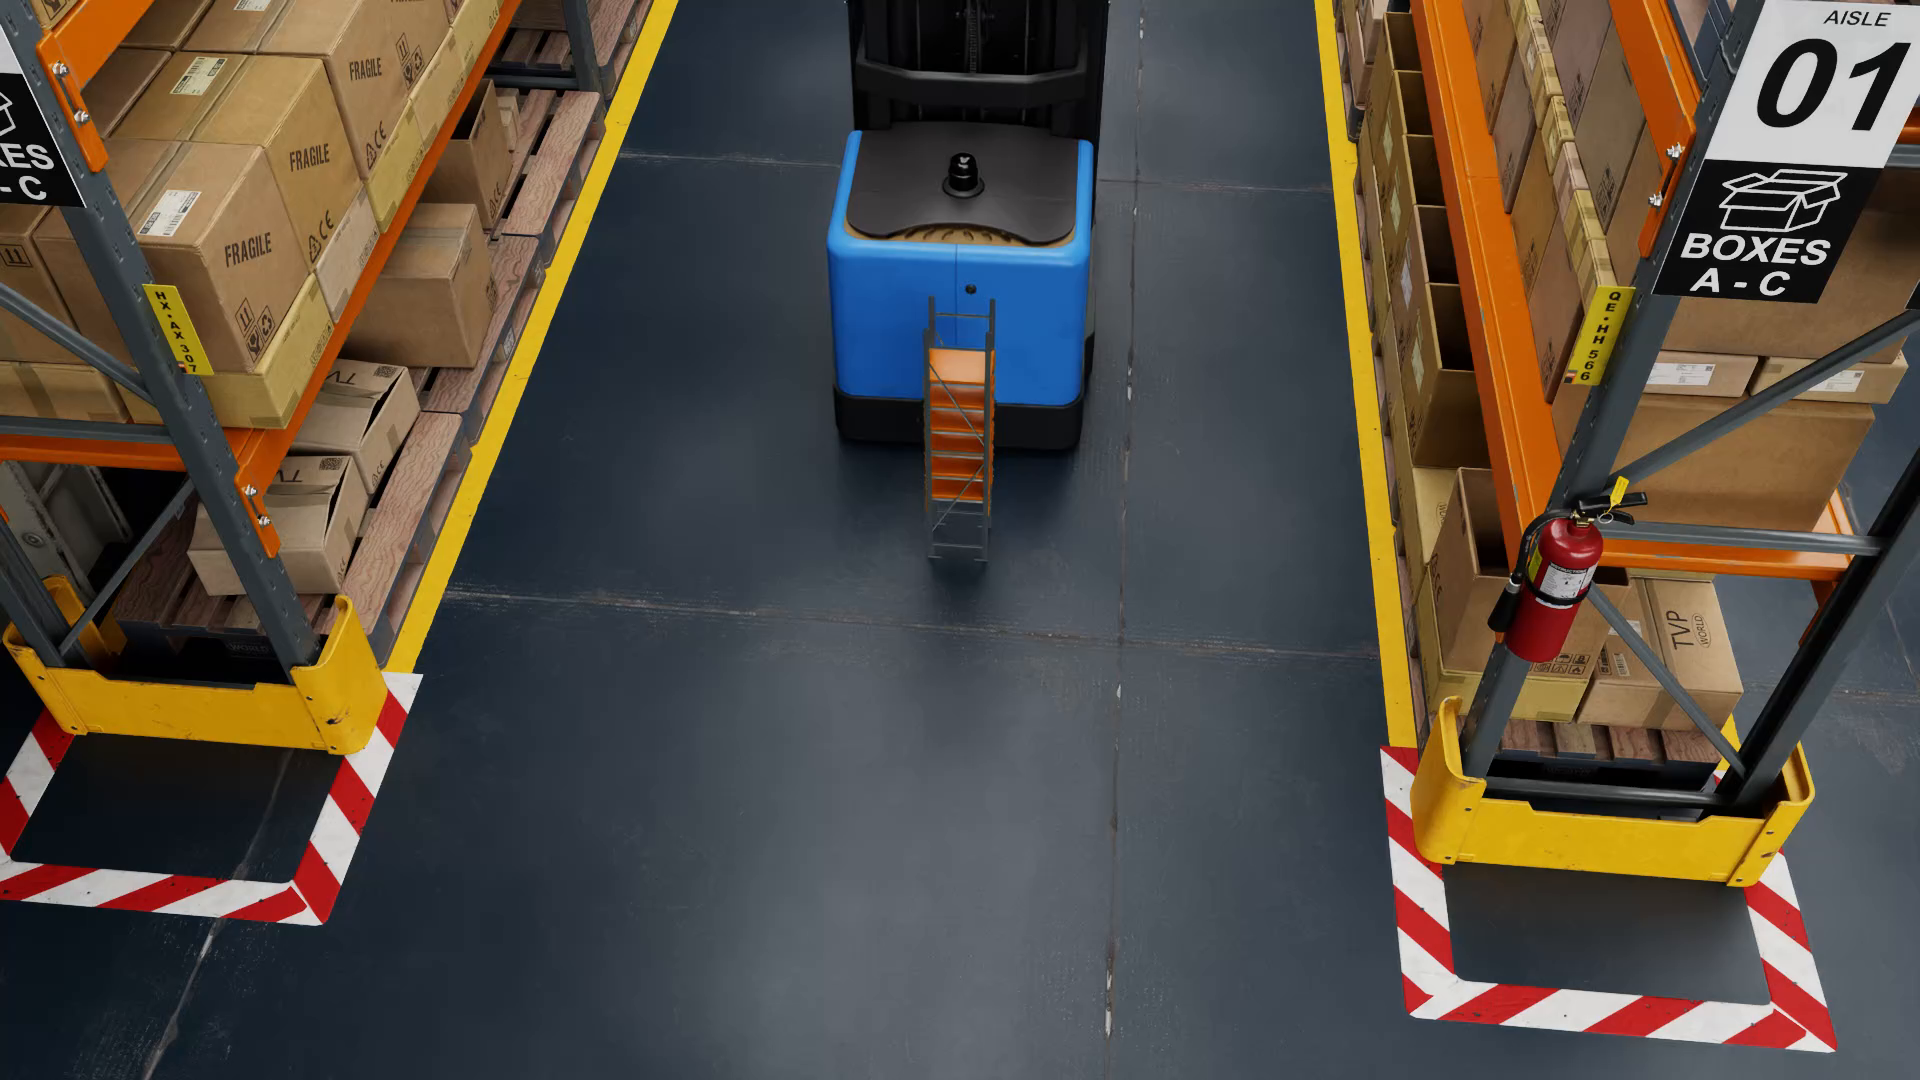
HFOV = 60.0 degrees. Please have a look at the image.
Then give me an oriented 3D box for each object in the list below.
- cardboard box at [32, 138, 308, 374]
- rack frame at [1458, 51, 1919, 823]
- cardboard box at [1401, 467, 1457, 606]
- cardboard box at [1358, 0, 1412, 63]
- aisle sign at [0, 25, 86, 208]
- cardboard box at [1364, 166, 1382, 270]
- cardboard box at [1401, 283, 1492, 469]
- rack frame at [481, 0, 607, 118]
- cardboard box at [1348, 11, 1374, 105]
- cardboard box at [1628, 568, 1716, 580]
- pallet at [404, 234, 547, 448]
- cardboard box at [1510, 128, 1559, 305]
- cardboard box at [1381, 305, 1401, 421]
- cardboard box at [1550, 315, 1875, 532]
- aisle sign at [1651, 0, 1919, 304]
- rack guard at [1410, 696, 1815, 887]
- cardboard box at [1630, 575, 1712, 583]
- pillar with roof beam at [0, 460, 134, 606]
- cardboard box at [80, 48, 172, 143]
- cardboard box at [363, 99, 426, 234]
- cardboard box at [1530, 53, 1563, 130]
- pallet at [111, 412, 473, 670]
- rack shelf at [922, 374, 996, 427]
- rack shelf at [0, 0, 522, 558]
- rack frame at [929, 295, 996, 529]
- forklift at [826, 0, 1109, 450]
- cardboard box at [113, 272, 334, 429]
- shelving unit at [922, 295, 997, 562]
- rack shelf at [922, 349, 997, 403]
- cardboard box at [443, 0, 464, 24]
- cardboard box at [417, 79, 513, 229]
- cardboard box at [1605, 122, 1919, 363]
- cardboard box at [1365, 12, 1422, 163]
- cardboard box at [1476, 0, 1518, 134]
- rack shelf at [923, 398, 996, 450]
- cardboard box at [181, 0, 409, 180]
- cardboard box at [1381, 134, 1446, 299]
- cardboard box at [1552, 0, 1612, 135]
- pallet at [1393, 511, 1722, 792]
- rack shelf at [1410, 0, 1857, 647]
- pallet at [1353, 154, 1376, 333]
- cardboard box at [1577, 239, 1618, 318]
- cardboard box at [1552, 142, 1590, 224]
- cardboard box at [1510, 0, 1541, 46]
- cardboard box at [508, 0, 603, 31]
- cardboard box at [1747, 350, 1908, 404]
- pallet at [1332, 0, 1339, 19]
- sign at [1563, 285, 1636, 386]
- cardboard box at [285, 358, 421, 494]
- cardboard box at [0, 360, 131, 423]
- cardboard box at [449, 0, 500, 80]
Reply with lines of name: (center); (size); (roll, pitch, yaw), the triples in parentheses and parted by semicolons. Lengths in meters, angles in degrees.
cardboard box: (-2.407, -0.875, 5.123); (0.500, 0.500, 0.500); (4, 48, 4)
rack frame: (2.184, -0.005, 4.747); (1.000, 3.000, 0.127); (4, 48, 4)
cardboard box: (1.972, -0.001, 6.323); (0.500, 0.250, 0.500); (4, 48, 4)
cardboard box: (2.300, -2.664, 8.378); (0.500, 0.311, 0.500); (4, 48, 4)
aisle sign: (-2.457, -1.139, 4.024); (0.394, 0.787, 0.004); (4, 48, 4)
cardboard box: (2.154, -1.470, 7.667); (0.500, 0.250, 0.500); (4, 48, 4)
cardboard box: (2.013, -0.621, 6.382); (0.500, 0.500, 0.500); (4, 48, 4)
rack frame: (-2.385, -3.274, 7.738); (1.000, 3.000, 0.127); (4, 48, 4)
cardboard box: (2.298, -2.482, 8.592); (0.500, 0.250, 0.500); (3, 48, 3)
cardboard box: (2.498, -0.218, 6.013); (0.500, 0.500, 0.500); (4, 48, 4)
pallet: (-2.519, -0.938, 7.491); (1.003, 0.211, 1.213); (4, 48, 4)
cardboard box: (2.333, -1.131, 5.710); (0.700, 0.500, 0.500); (4, 48, 4)
cardboard box: (2.063, -0.735, 6.995); (0.500, 0.250, 0.500); (4, 48, 4)
cardboard box: (2.239, -0.381, 5.024); (0.700, 0.500, 0.500); (4, 48, 4)
aisle sign: (1.886, -0.854, 3.762); (0.394, 0.787, 0.004); (4, 48, 4)
rack guard: (2.182, 0.857, 5.654); (1.175, 0.500, 0.348); (4, 48, 4)
cardboard box: (2.496, 0.035, 6.290); (0.500, 0.250, 0.500); (4, 48, 4)
pillar with roof beam: (0.740, -2.643, 3.095); (9.100, 9.000, 0.400); (4, 48, 4)
cardboard box: (-2.862, -1.274, 5.488); (0.500, 0.500, 0.500); (4, 48, 4)
cardboard box: (-2.303, -1.385, 6.098); (0.500, 0.250, 0.500); (3, 48, 3)
cardboard box: (2.146, -1.503, 5.610); (0.380, 0.149, 0.250); (5, 48, 5)
pallet: (-2.633, -0.044, 6.674); (1.003, 0.211, 1.213); (4, 48, 4)
rack shelf: (-0.001, -0.526, 6.179); (0.258, 0.103, 0.180); (4, 48, 4)
rack shelf: (-2.567, -1.562, 6.659); (1.077, 0.370, 4.000); (4, 48, 4)
rack frame: (0.007, -0.462, 6.385); (0.240, 1.200, 0.006); (4, 48, 4)
forklift: (0.094, -2.460, 7.039); (1.130, 2.935, 3.031); (3, 48, 3)
cardboard box: (-2.389, -0.628, 5.406); (0.500, 0.250, 0.500); (3, 48, 2)
shelving unit: (-0.001, -0.394, 6.323); (0.258, 1.200, 0.189); (4, 48, 4)
rack shelf: (-0.001, -0.607, 6.091); (0.258, 0.103, 0.180); (4, 48, 4)
cardboard box: (-2.216, -2.379, 6.499); (0.500, 0.500, 0.500); (3, 48, 2)
cardboard box: (-2.440, -1.814, 7.798); (0.500, 0.500, 0.500); (1, 48, 1)
cardboard box: (2.244, -0.857, 4.580); (0.700, 0.500, 0.500); (4, 48, 4)
cardboard box: (2.194, -2.091, 7.726); (0.500, 0.500, 0.500); (4, 48, 4)
cardboard box: (2.423, -1.895, 6.408); (0.700, 0.500, 0.500); (5, 48, 4)
rack shelf: (-0.001, -0.445, 6.268); (0.258, 0.103, 0.180); (4, 48, 4)
cardboard box: (-2.298, -1.617, 5.802); (0.500, 0.500, 0.500); (2, 48, 2)
cardboard box: (2.103, -1.356, 7.054); (0.500, 0.500, 0.500); (4, 48, 4)
cardboard box: (2.332, -1.615, 5.273); (0.700, 0.500, 0.500); (4, 48, 4)
pallet: (2.212, 0.372, 6.293); (1.003, 0.211, 1.213); (4, 48, 4)
rack shelf: (2.366, -1.232, 6.357); (1.077, 0.370, 4.000); (4, 48, 4)
pallet: (2.434, -1.421, 7.933); (1.003, 0.211, 1.213); (4, 48, 4)
cardboard box: (2.052, -0.743, 4.916); (0.380, 0.149, 0.250); (5, 48, 5)
cardboard box: (2.100, -1.116, 5.257); (0.380, 0.149, 0.250); (4, 48, 4)
cardboard box: (2.194, -1.874, 5.950); (0.380, 0.149, 0.250); (4, 48, 3)
cardboard box: (-2.334, -3.121, 8.994); (0.700, 0.500, 0.500); (5, 48, 5)
cardboard box: (2.434, -0.531, 4.722); (0.380, 0.149, 0.250); (4, 48, 3)
pallet: (2.685, -3.446, 9.785); (1.003, 0.211, 1.213); (4, 48, 4)
sign: (1.645, -0.522, 4.276); (0.100, 0.325, 0.005); (4, 48, 4)
cardboard box: (-2.545, -0.497, 6.722); (0.500, 0.311, 0.500); (7, 48, 7)
cardboard box: (-2.900, -0.648, 5.424); (0.500, 0.250, 0.500); (4, 48, 4)
cardboard box: (-2.210, -2.126, 6.776); (0.500, 0.250, 0.500); (4, 48, 3)
